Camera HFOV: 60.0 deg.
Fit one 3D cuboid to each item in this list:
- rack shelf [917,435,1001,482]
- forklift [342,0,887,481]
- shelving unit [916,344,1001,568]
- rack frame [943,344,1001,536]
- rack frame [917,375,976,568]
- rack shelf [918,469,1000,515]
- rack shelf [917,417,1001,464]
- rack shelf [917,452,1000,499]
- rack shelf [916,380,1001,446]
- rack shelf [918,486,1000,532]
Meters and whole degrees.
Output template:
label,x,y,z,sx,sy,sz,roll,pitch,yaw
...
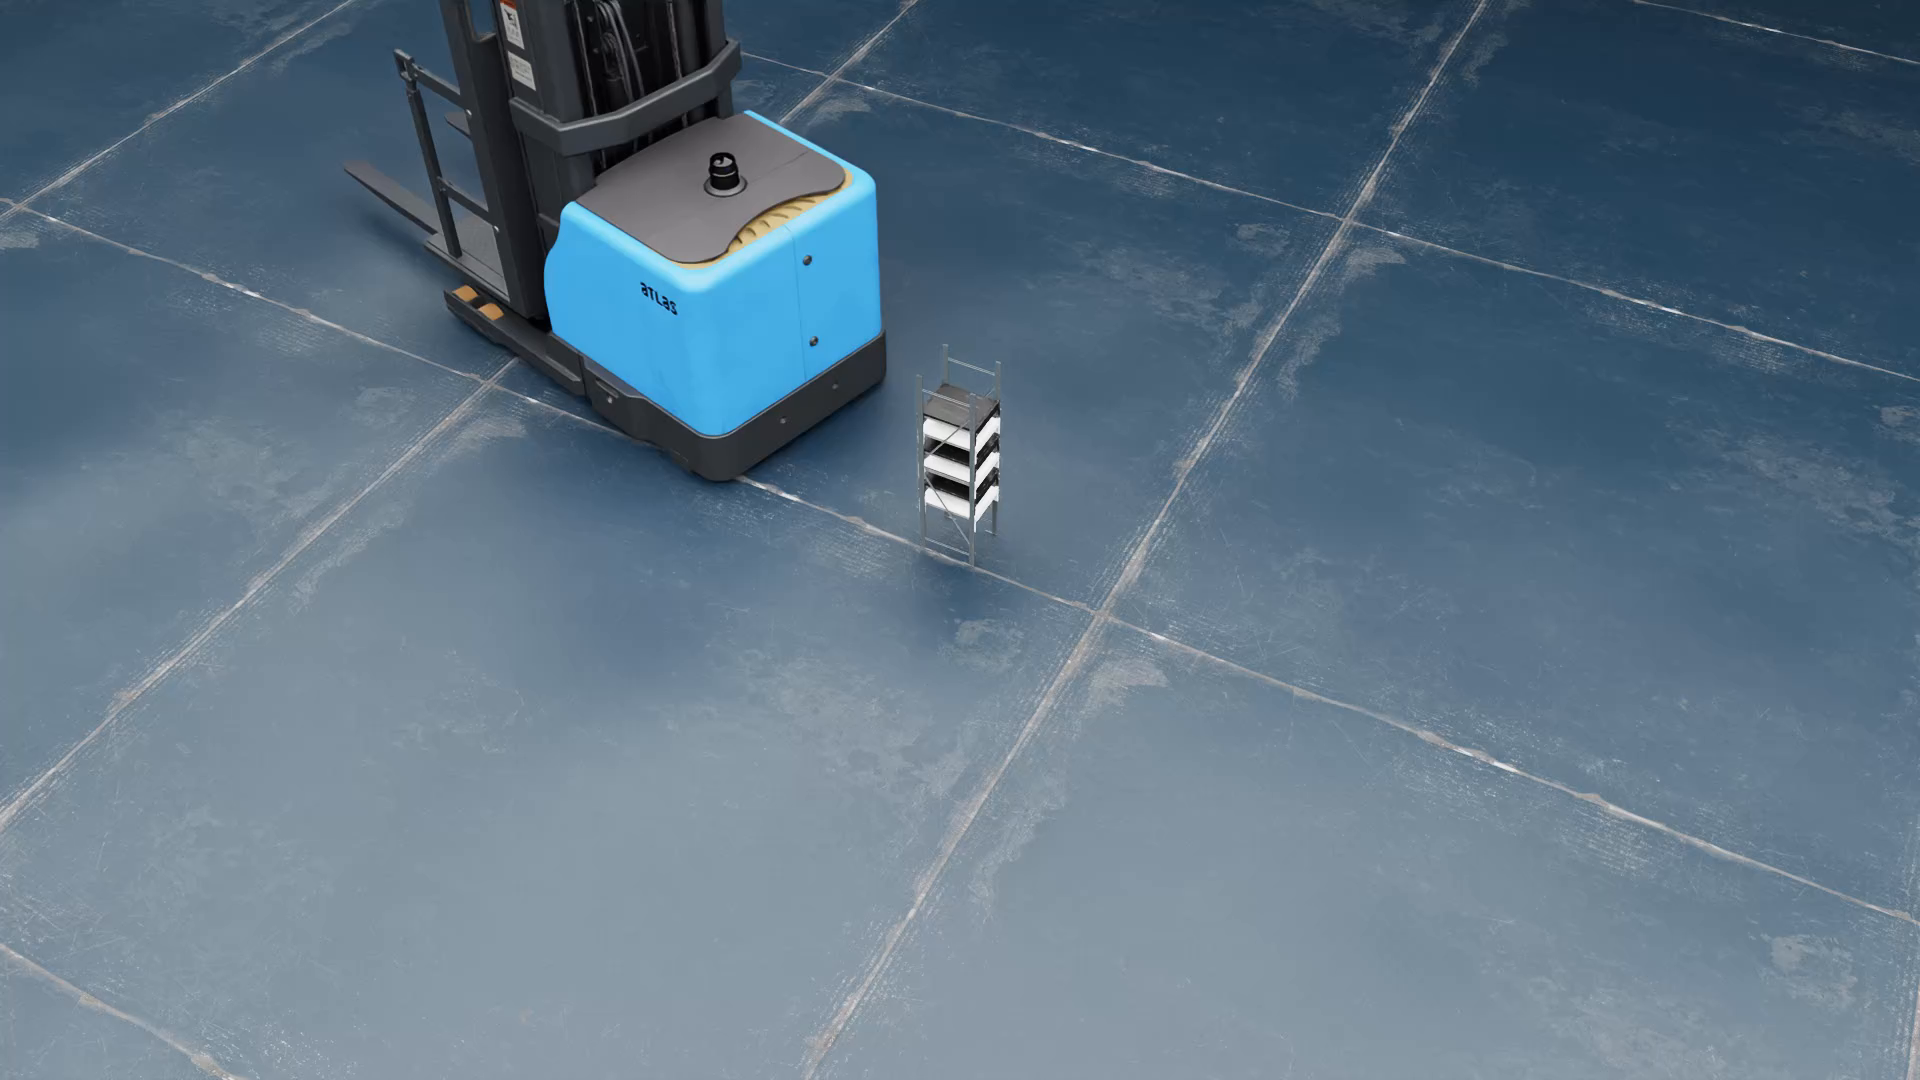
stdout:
label,x,y,z,sx,sy,sz,roll,pitch,yaw
rack shelf,-0.004,-0.351,6.385,0.258,0.077,0.200,20,49,19
forklift,-1.748,-2.197,6.860,3.031,2.935,1.130,33,54,29
shelving unit,-0.004,-0.311,6.425,0.258,0.900,0.210,20,49,19
rack frame,0.043,-0.375,6.488,0.240,0.900,0.006,20,49,19
rack frame,-0.051,-0.247,6.362,0.240,0.900,0.006,20,49,19
rack shelf,-0.004,-0.225,6.513,0.258,0.077,0.200,20,49,19
rack shelf,-0.004,-0.414,6.321,0.258,0.077,0.200,20,49,19
rack shelf,-0.004,-0.288,6.449,0.258,0.077,0.200,20,49,19
rack shelf,-0.004,-0.478,6.257,0.258,0.077,0.200,20,49,19
rack shelf,-0.004,-0.161,6.577,0.258,0.077,0.200,20,49,19
